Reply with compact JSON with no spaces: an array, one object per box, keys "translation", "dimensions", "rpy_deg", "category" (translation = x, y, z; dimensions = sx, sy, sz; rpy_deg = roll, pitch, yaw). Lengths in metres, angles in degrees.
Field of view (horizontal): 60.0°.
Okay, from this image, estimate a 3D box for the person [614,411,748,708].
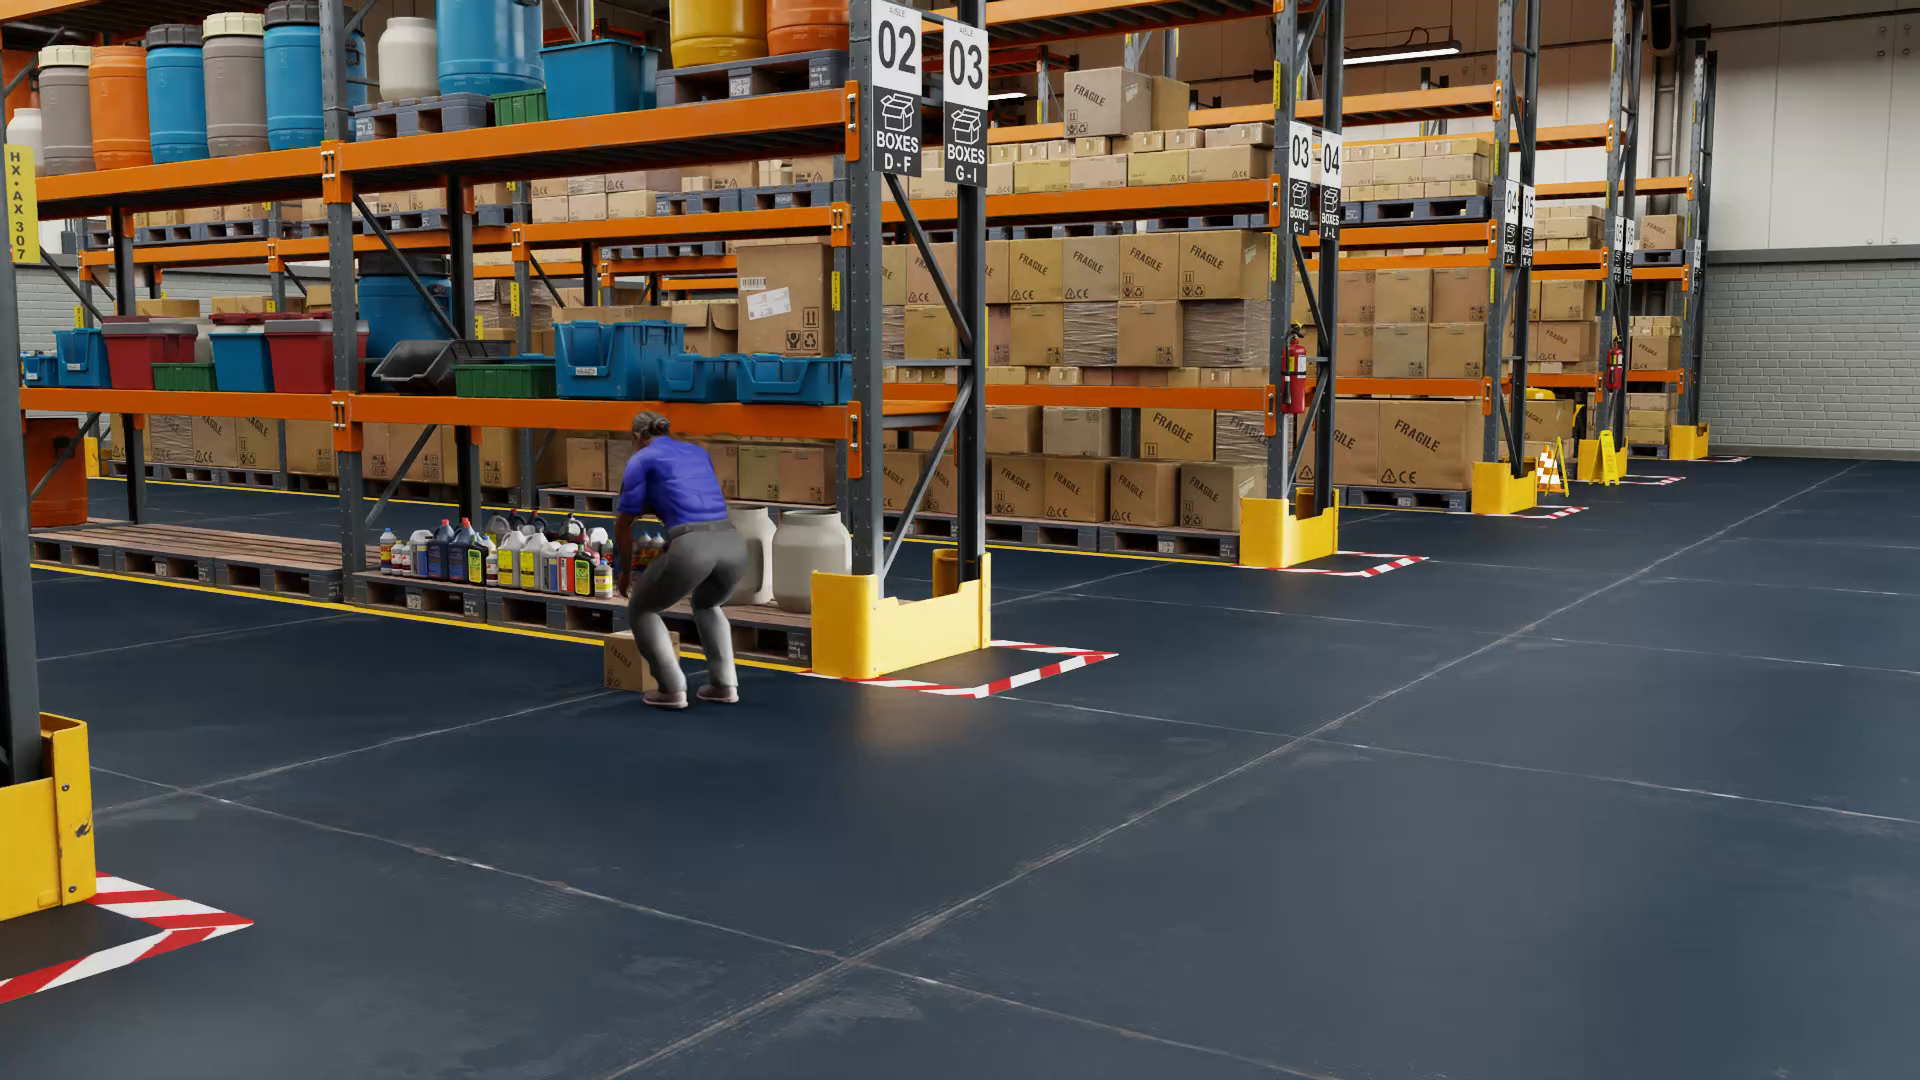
[{"translation":[-1.253,0.087,7.374],"dimensions":[0.496,1.306,0.669],"rpy_deg":[-5,8,-36],"category":"person"}]
